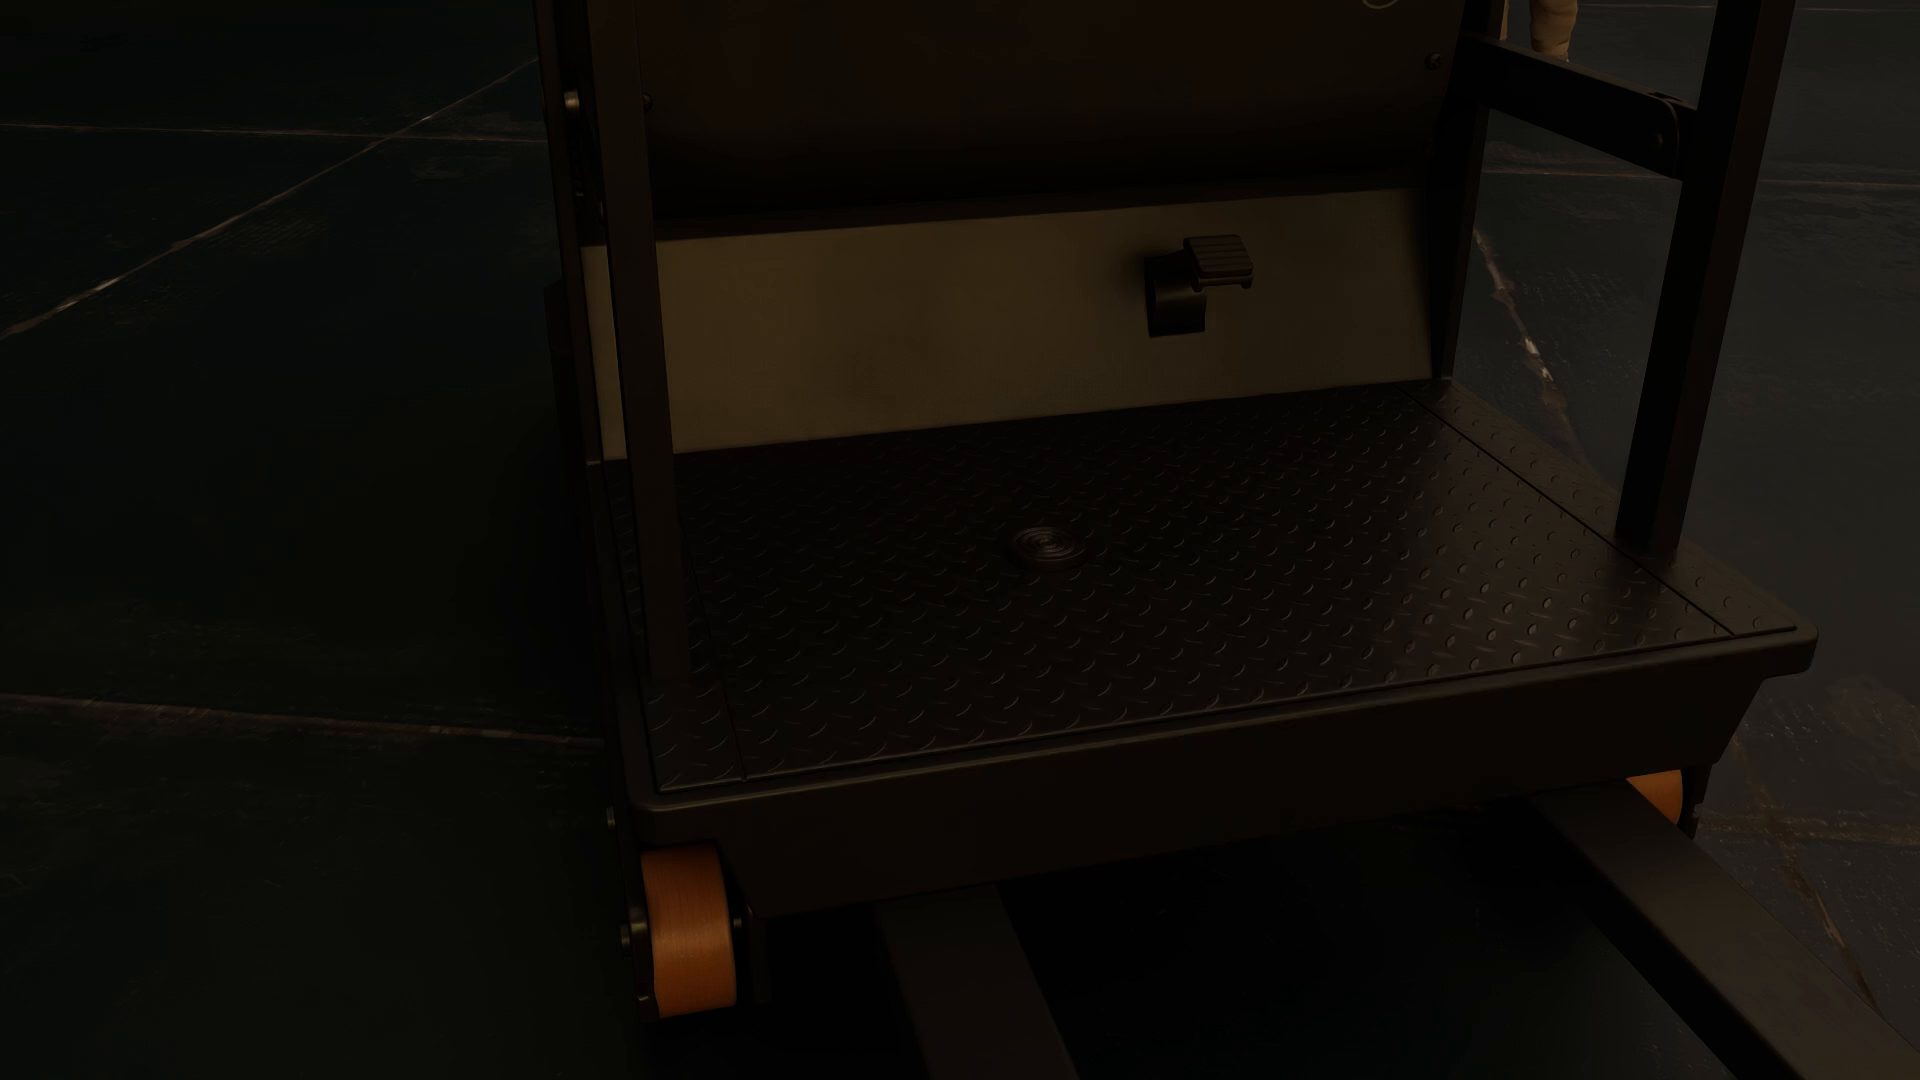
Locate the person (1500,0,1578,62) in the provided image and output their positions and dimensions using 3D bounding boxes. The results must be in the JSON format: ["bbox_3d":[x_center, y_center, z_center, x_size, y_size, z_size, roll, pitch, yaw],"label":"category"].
[{"bbox_3d":[1.788,-2.362,5.285,0.641,1.724,0.551,2,27,4],"label":"person"}]

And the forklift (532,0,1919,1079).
[{"bbox_3d":[0.153,-1.049,1.319,1.130,2.935,3.031,-7,27,-13],"label":"forklift"}]
